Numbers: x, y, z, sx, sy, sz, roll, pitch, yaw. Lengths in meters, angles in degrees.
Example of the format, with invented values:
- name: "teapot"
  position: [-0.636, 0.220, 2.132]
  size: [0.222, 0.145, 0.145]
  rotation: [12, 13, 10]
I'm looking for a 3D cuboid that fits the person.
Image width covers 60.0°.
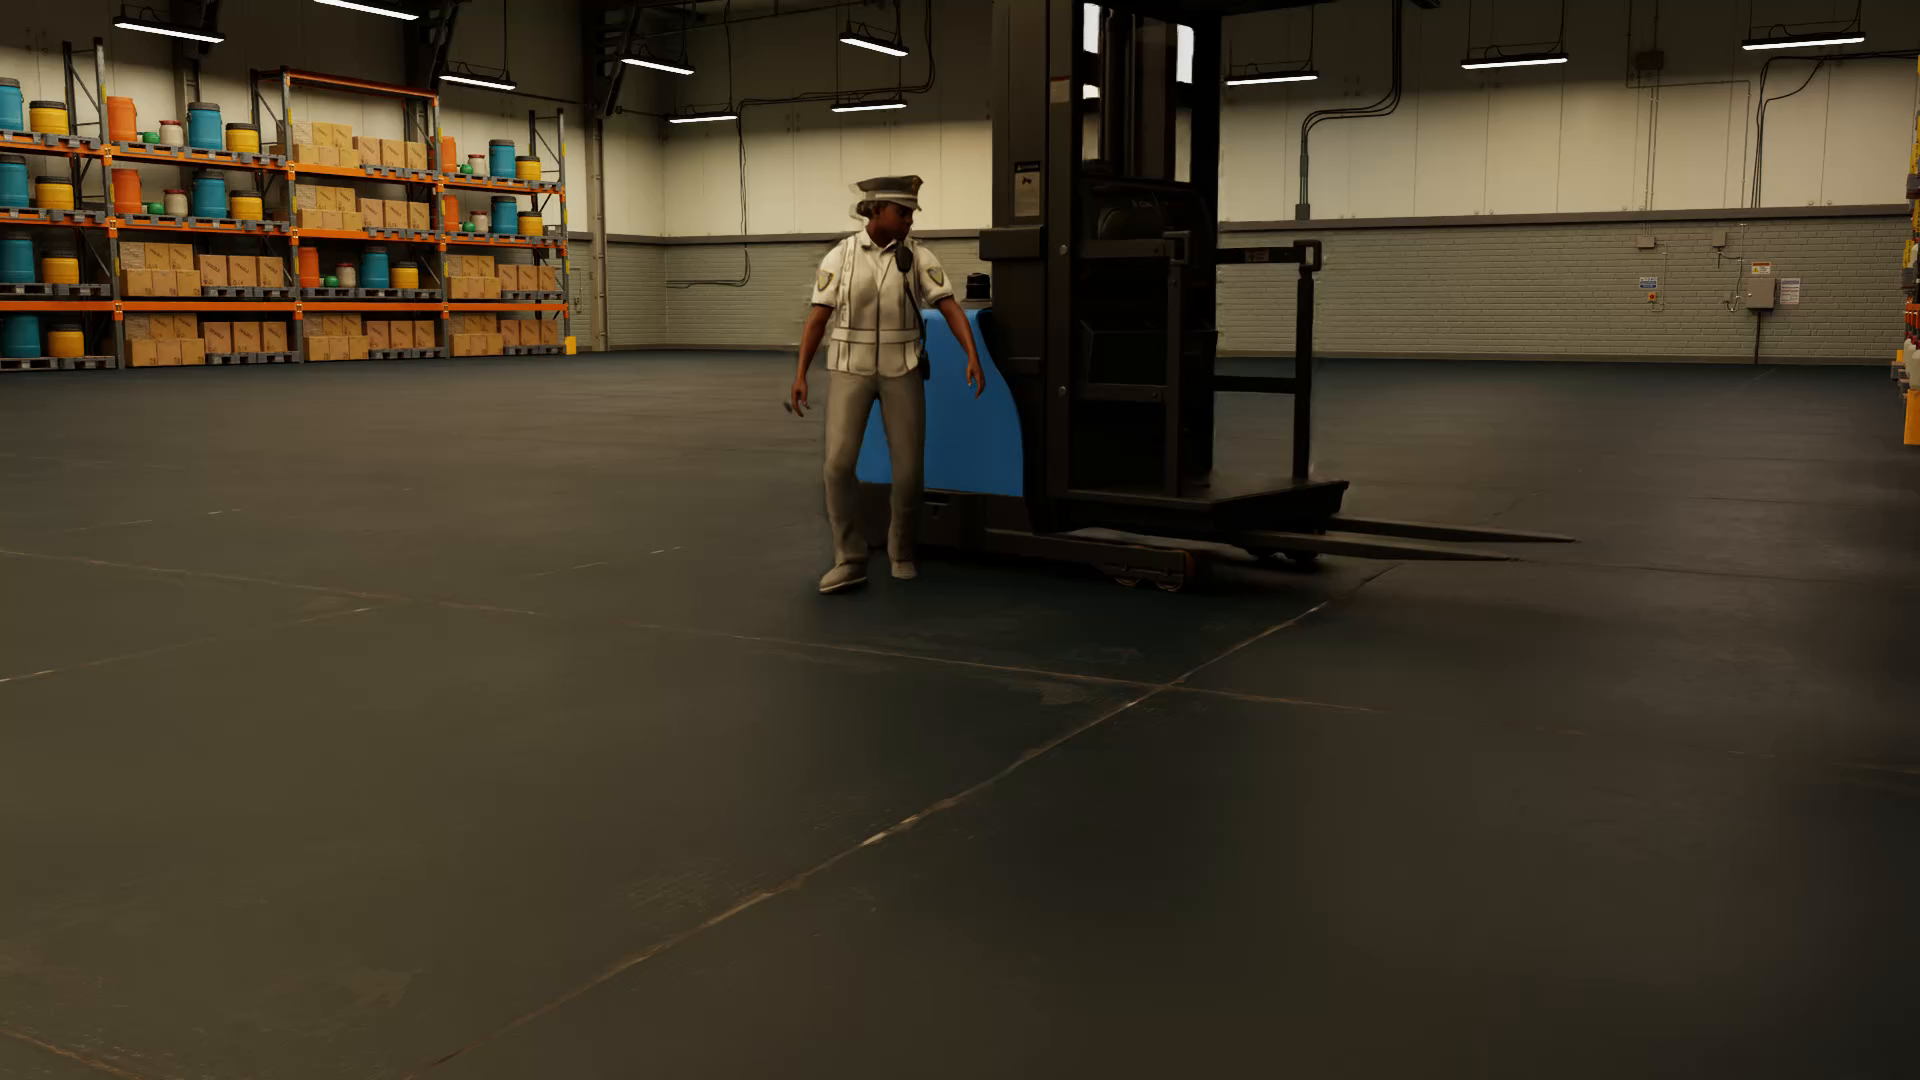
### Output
- name: "person"
  position: [-0.287, -0.600, 6.519]
  size: [0.748, 1.642, 0.636]
  rotation: [-1, 8, -4]

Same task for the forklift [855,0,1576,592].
- name: "forklift"
  position: [0.934, -1.334, 6.760]
  size: [3.031, 2.935, 1.130]
  rotation: [7, 10, 40]
